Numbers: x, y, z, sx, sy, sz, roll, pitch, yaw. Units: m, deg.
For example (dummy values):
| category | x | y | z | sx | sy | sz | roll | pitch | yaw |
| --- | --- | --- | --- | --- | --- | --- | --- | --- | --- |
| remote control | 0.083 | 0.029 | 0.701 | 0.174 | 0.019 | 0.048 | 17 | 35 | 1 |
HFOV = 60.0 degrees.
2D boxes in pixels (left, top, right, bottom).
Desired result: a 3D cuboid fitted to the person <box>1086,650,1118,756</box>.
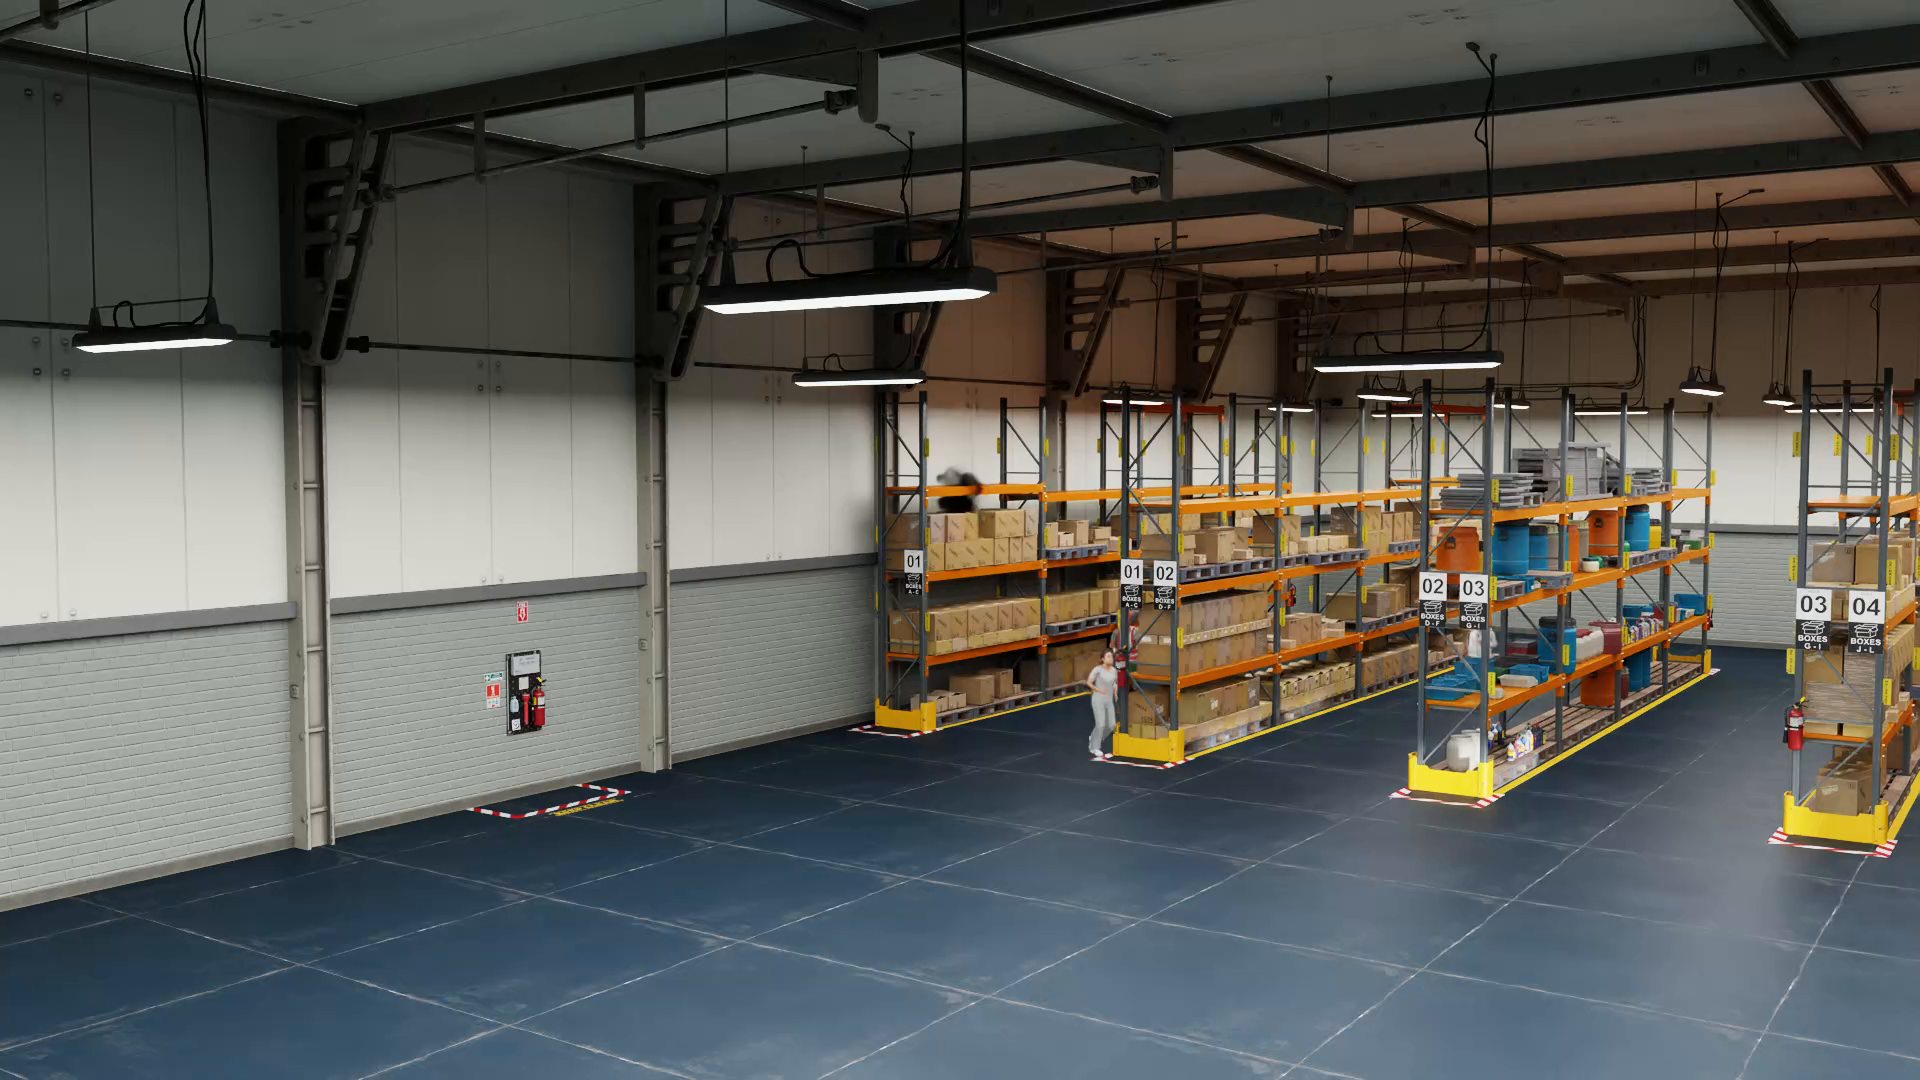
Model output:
| category | x | y | z | sx | sy | sz | roll | pitch | yaw |
| --- | --- | --- | --- | --- | --- | --- | --- | --- | --- |
| person | 2.228 | 2.493 | 25.587 | 0.600 | 1.622 | 0.570 | -2 | 4 | -27 |

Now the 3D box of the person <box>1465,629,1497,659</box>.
| category | x | y | z | sx | sy | sz | roll | pitch | yaw |
| --- | --- | --- | --- | --- | --- | --- | --- | --- | --- |
| person | 10.097 | 2.301 | 32.278 | 0.649 | 1.780 | 0.939 | 2 | 4 | 31 |

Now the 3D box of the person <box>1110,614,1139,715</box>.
| category | x | y | z | sx | sy | sz | roll | pitch | yaw |
| --- | --- | --- | --- | --- | --- | --- | --- | --- | --- |
| person | 2.985 | 2.182 | 29.717 | 0.684 | 1.793 | 0.950 | 2 | 4 | 28 |
